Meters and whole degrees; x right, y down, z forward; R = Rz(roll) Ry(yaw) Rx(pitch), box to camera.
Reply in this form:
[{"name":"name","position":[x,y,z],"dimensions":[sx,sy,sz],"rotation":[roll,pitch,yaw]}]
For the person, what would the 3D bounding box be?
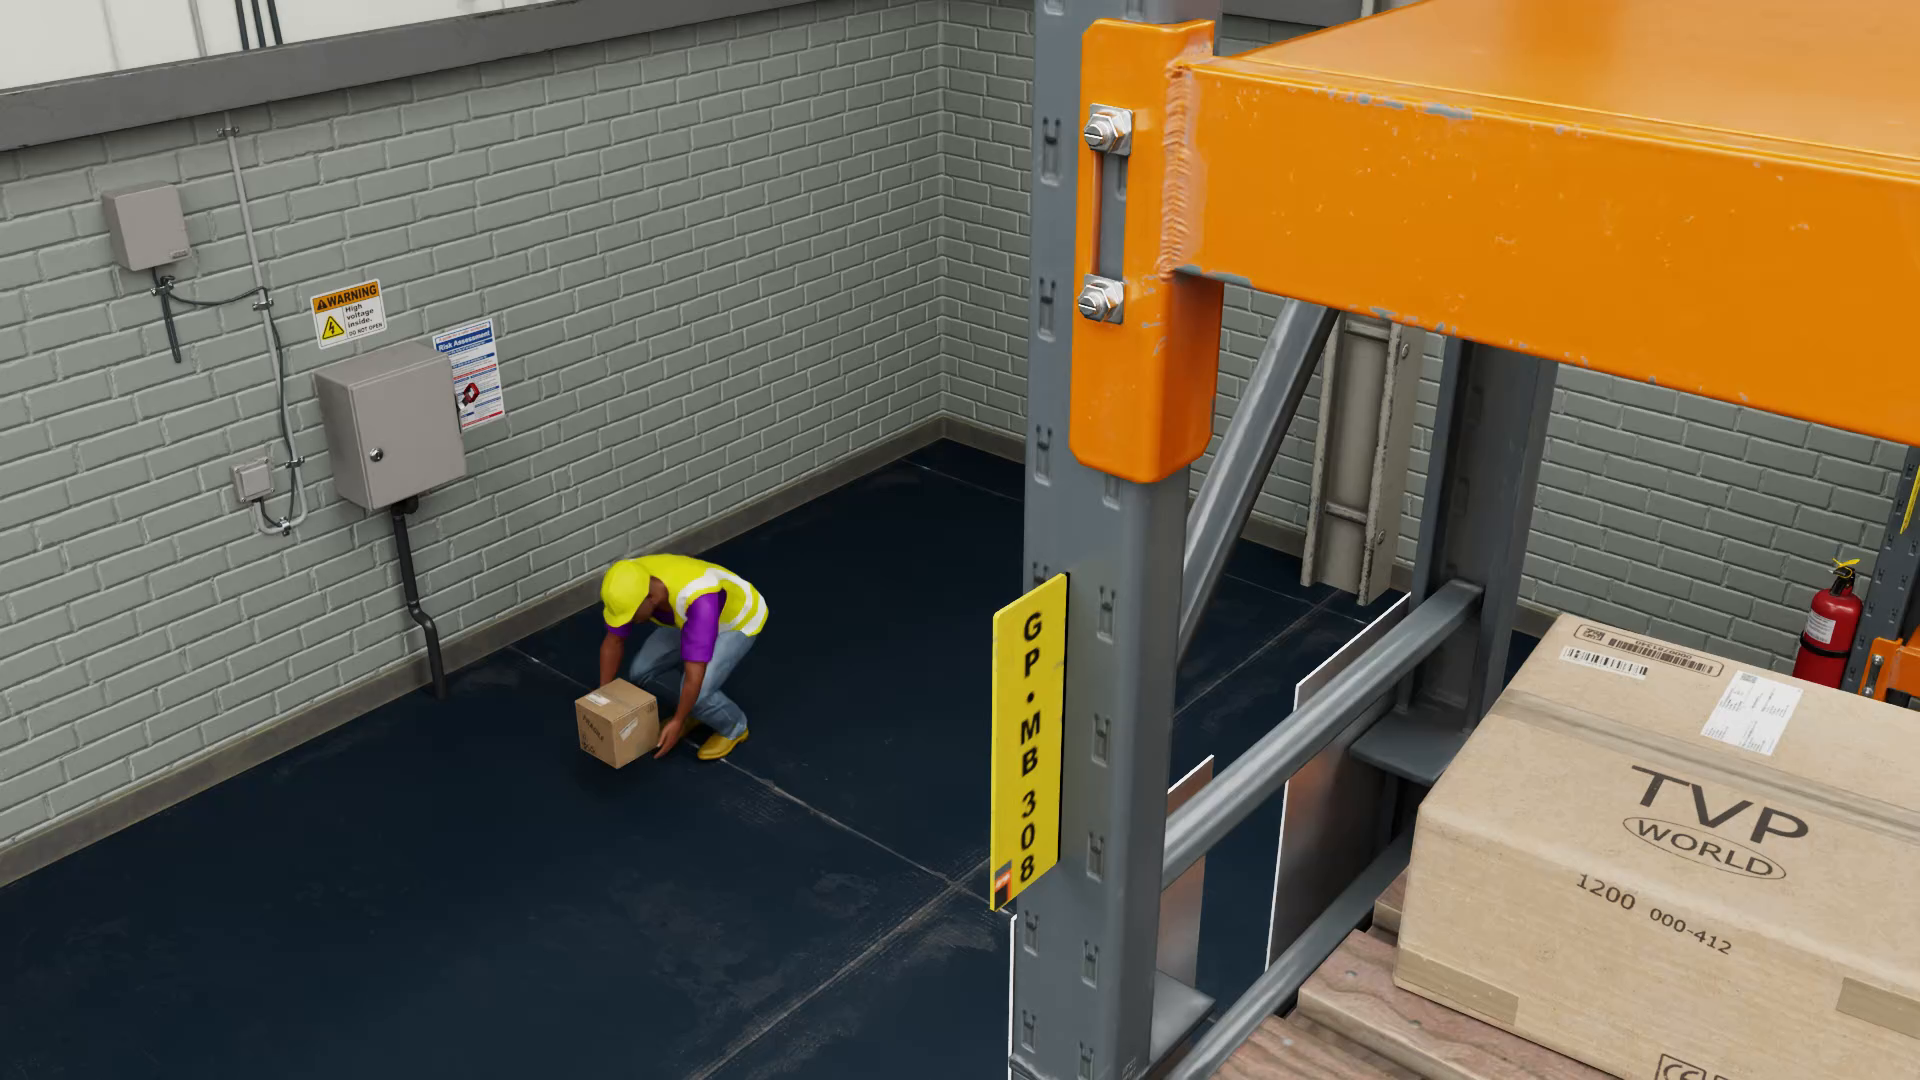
[{"name":"person","position":[-1.214,0.474,7.394],"dimensions":[0.603,1.109,0.860],"rotation":[21,34,34]}]
